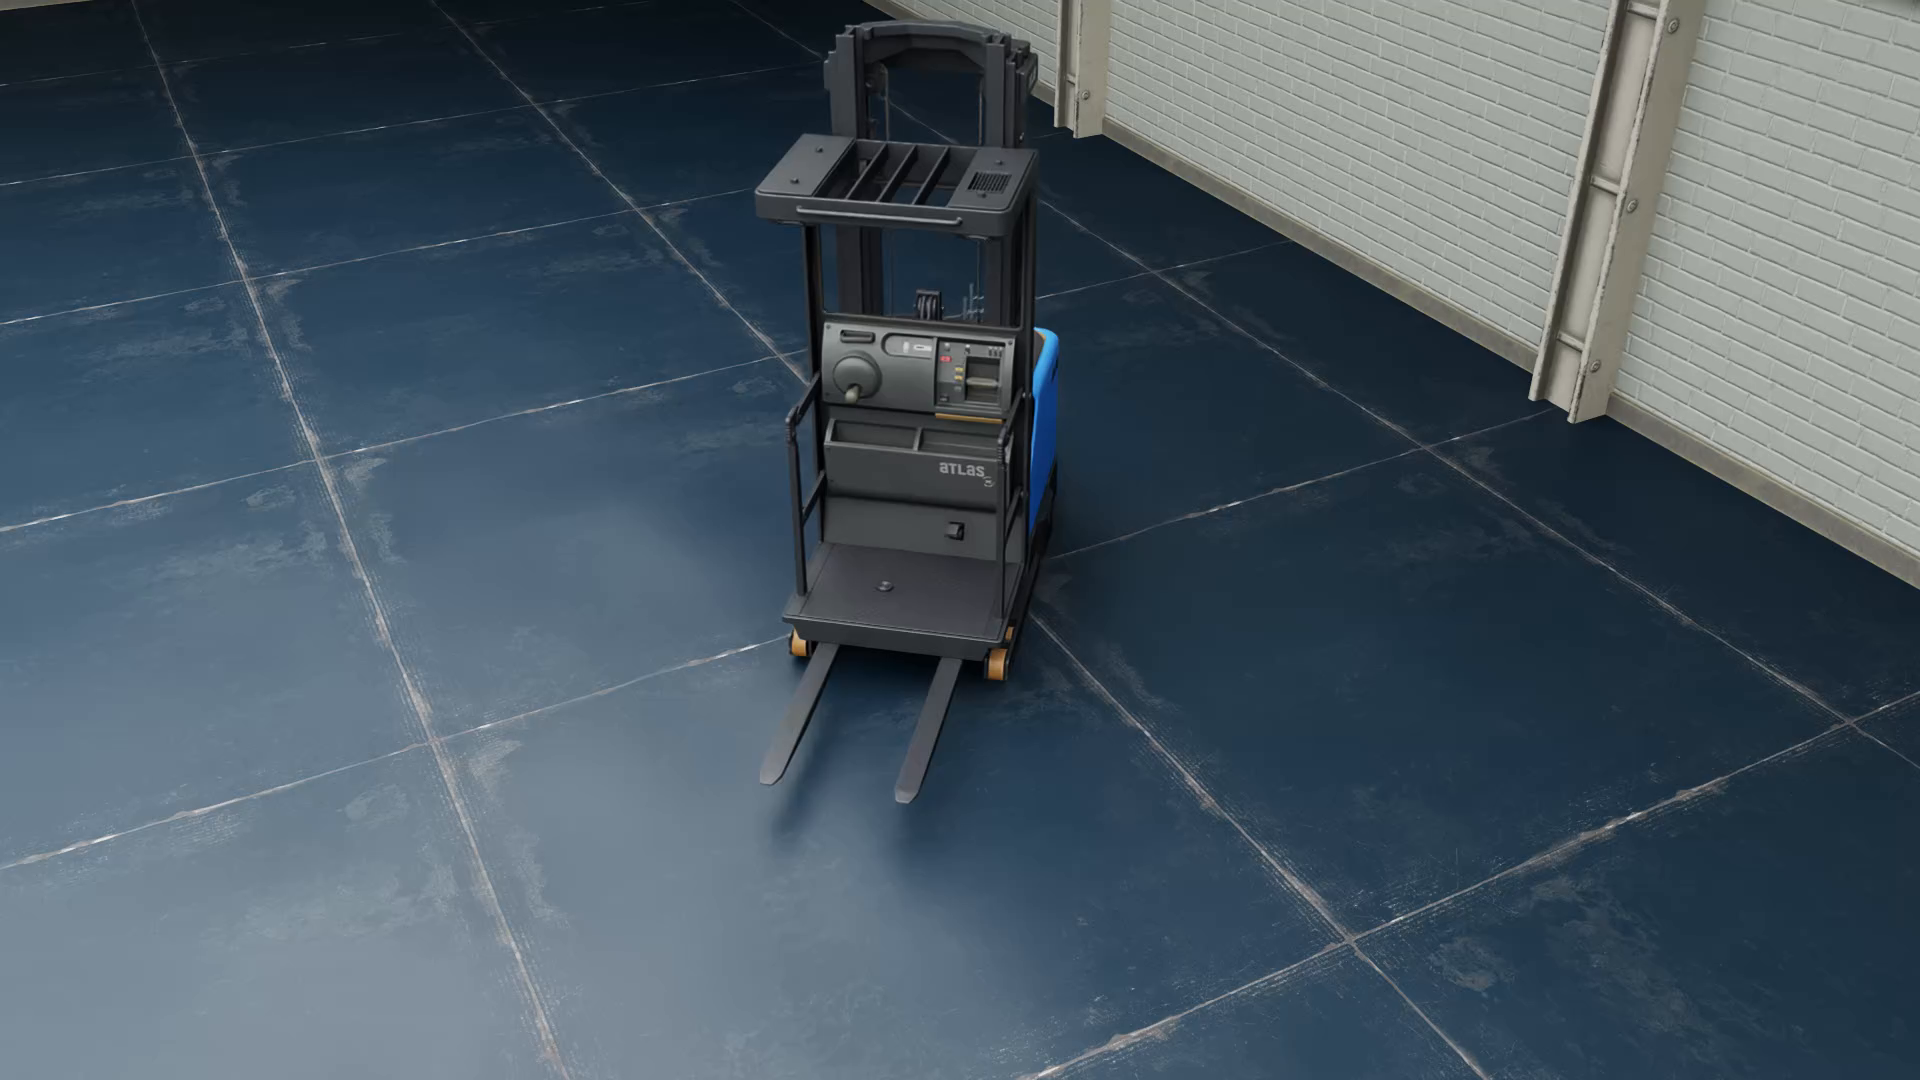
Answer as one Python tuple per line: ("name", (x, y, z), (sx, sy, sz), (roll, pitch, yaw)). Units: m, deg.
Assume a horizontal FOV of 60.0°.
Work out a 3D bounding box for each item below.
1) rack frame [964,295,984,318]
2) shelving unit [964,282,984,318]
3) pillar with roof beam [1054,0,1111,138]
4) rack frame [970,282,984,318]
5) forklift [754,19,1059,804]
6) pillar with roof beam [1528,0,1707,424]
("rack frame", (0.140, -0.826, 9.445), (0.240, 1.200, 0.006), (6, 33, 10))
("shelving unit", (0.158, -0.874, 9.521), (0.258, 1.200, 0.189), (6, 33, 10))
("pillar with roof beam", (-2.726, -6.430, 10.963), (9.100, 9.000, 0.400), (-16, 36, -23))
("rack frame", (0.176, -0.922, 9.596), (0.240, 1.200, 0.006), (6, 33, 10))
("forklift", (-0.241, -0.758, 7.735), (1.130, 2.935, 3.031), (6, 33, 10))
("pillar with roof beam", (0.071, -3.566, 6.494), (9.100, 9.000, 0.400), (-16, 36, -23))
